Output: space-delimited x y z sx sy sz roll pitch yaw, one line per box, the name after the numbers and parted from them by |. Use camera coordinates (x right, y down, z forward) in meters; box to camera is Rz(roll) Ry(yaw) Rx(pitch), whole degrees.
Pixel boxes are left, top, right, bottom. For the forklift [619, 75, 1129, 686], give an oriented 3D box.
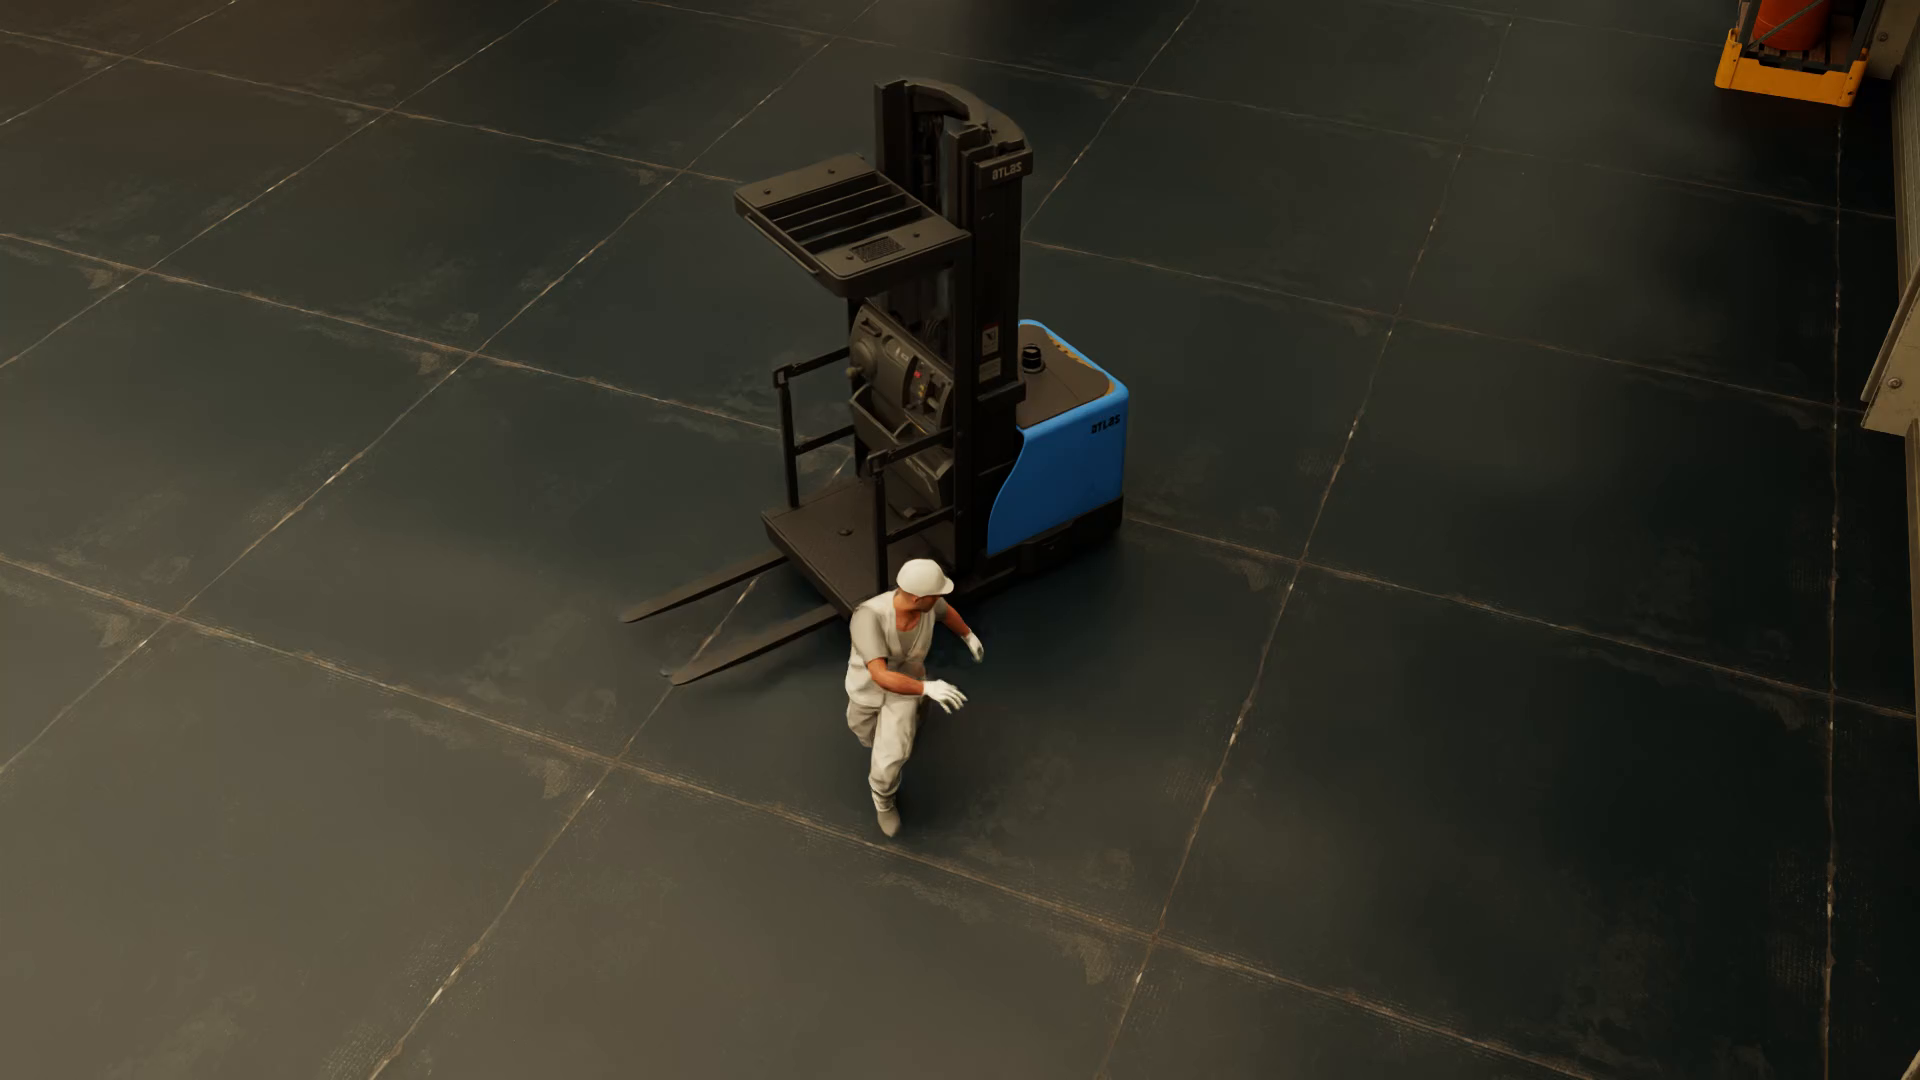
-0.499 -0.894 9.075 3.031 2.935 1.130 -24 46 -26 | forklift

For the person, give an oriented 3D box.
-0.234 0.676 8.340 0.685 1.542 0.952 2 40 2 | person
